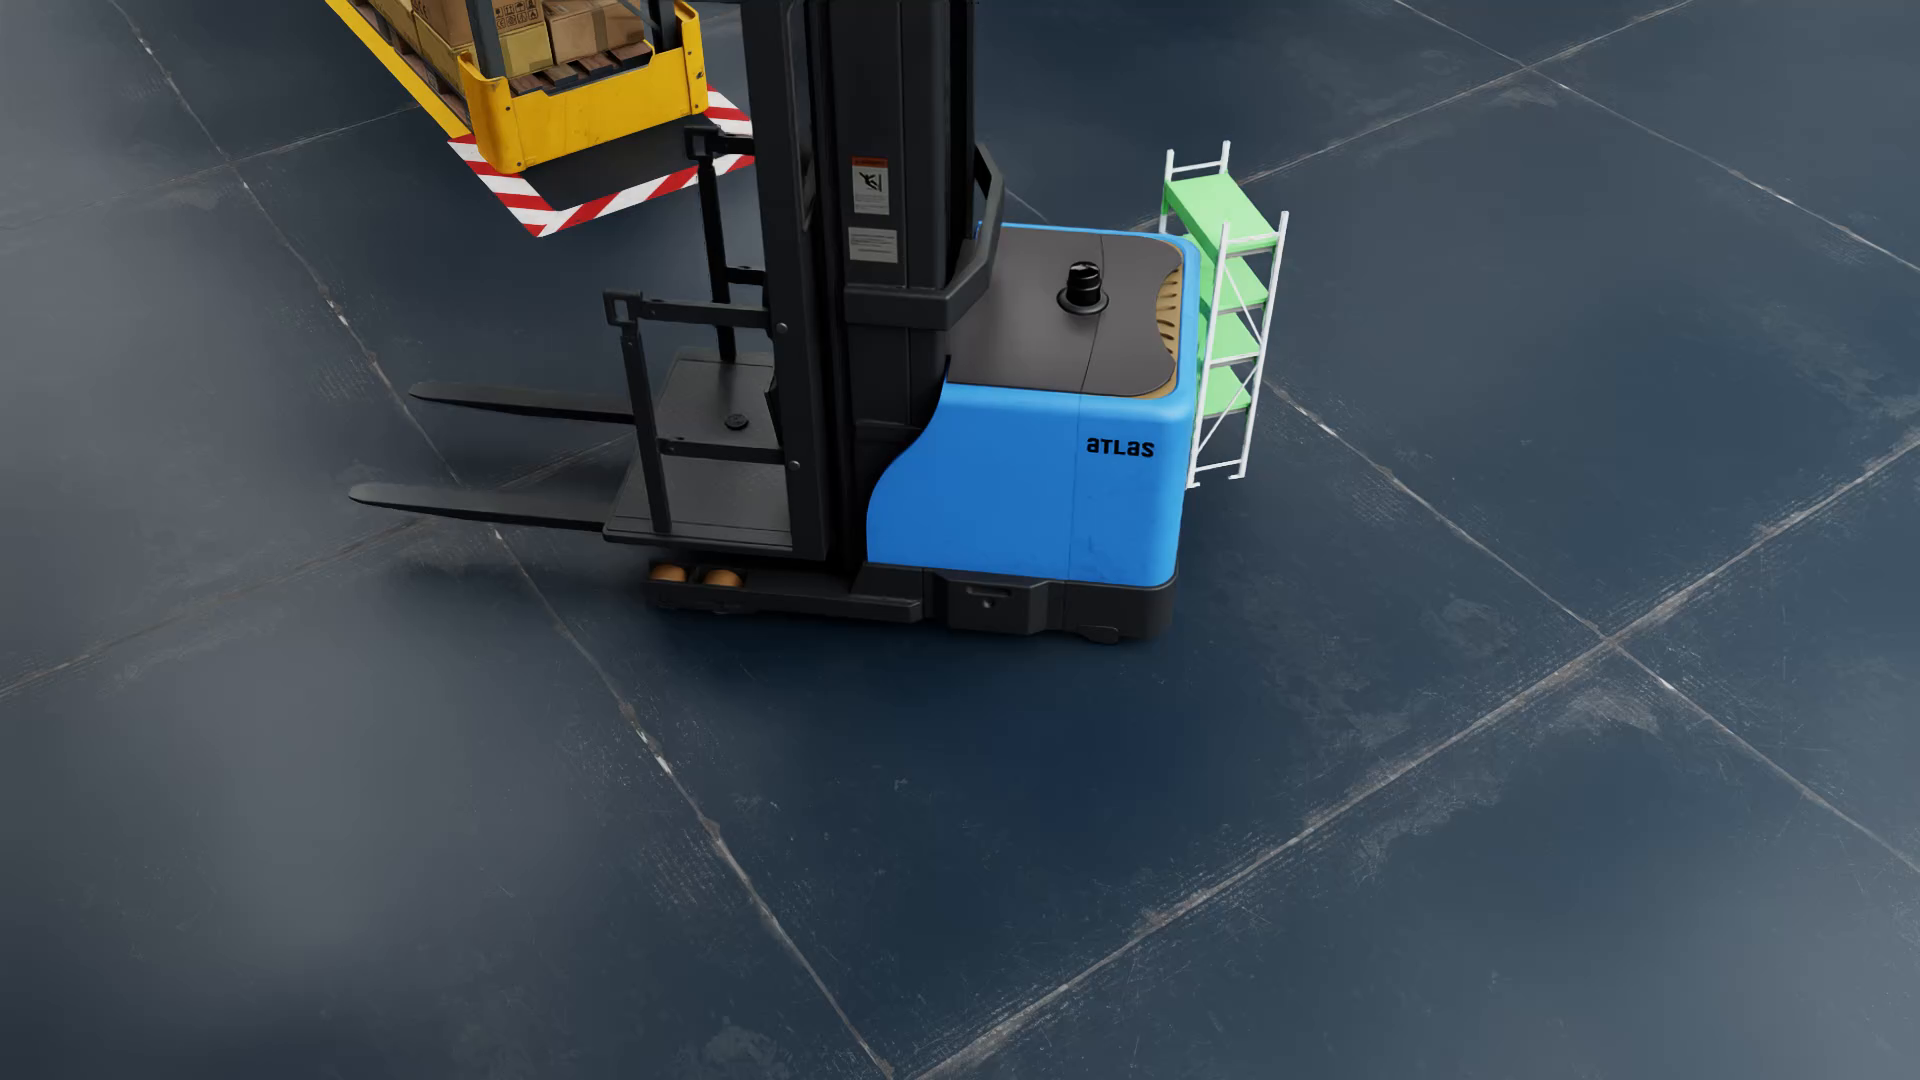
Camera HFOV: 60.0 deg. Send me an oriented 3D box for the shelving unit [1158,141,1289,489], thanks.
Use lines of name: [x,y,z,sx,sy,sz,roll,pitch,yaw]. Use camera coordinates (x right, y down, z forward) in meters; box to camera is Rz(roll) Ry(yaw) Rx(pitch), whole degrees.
shelving unit: [0.929,-0.824,6.242,0.258,1.200,0.503,-12,45,-13]

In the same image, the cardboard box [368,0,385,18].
cardboard box: [-2.996,-3.099,9.012,0.500,0.250,0.500,-26,49,-24]

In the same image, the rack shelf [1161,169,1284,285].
rack shelf: [0.933,-1.126,5.956,0.258,0.148,0.480,-12,45,-13]

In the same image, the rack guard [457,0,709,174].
rack guard: [-1.850,-2.276,8.273,1.175,0.500,0.348,-26,49,-24]

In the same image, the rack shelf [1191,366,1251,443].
rack shelf: [0.926,-0.603,6.451,0.258,0.148,0.480,-12,45,-13]

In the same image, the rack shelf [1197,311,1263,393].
rack shelf: [0.928,-0.777,6.286,0.258,0.148,0.480,-12,45,-13]

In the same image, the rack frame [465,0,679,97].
rack frame: [-1.863,-3.194,7.424,1.000,3.000,0.127,-26,49,-24]

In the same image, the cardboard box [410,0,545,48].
cardboard box: [-2.414,-2.809,8.164,0.500,0.500,0.500,-26,49,-24]

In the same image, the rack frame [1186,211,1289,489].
rack frame: [1.001,-0.663,6.074,0.240,1.200,0.015,-12,45,-13]

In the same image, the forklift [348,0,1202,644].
forklift: [-0.702,-1.151,5.333,3.031,2.935,1.130,5,44,5]

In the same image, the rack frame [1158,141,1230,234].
rack frame: [0.856,-0.985,6.410,0.240,1.200,0.015,-12,45,-13]

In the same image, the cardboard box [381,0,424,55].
cardboard box: [-2.708,-2.817,8.716,0.500,0.250,0.500,-26,49,-24]

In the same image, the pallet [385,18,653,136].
pallet: [-2.335,-2.602,8.823,1.003,0.211,1.213,-26,49,-24]

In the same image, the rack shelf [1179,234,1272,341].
rack shelf: [0.930,-0.952,6.121,0.258,0.148,0.480,-12,45,-13]

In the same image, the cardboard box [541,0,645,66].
cardboard box: [-1.988,-2.743,8.638,0.500,0.250,0.500,-26,49,-24]

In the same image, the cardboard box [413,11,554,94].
cardboard box: [-2.413,-2.539,8.424,0.500,0.250,0.500,-26,49,-24]

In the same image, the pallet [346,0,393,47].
pallet: [-3.029,-3.293,9.546,1.003,0.211,1.213,-26,49,-24]
